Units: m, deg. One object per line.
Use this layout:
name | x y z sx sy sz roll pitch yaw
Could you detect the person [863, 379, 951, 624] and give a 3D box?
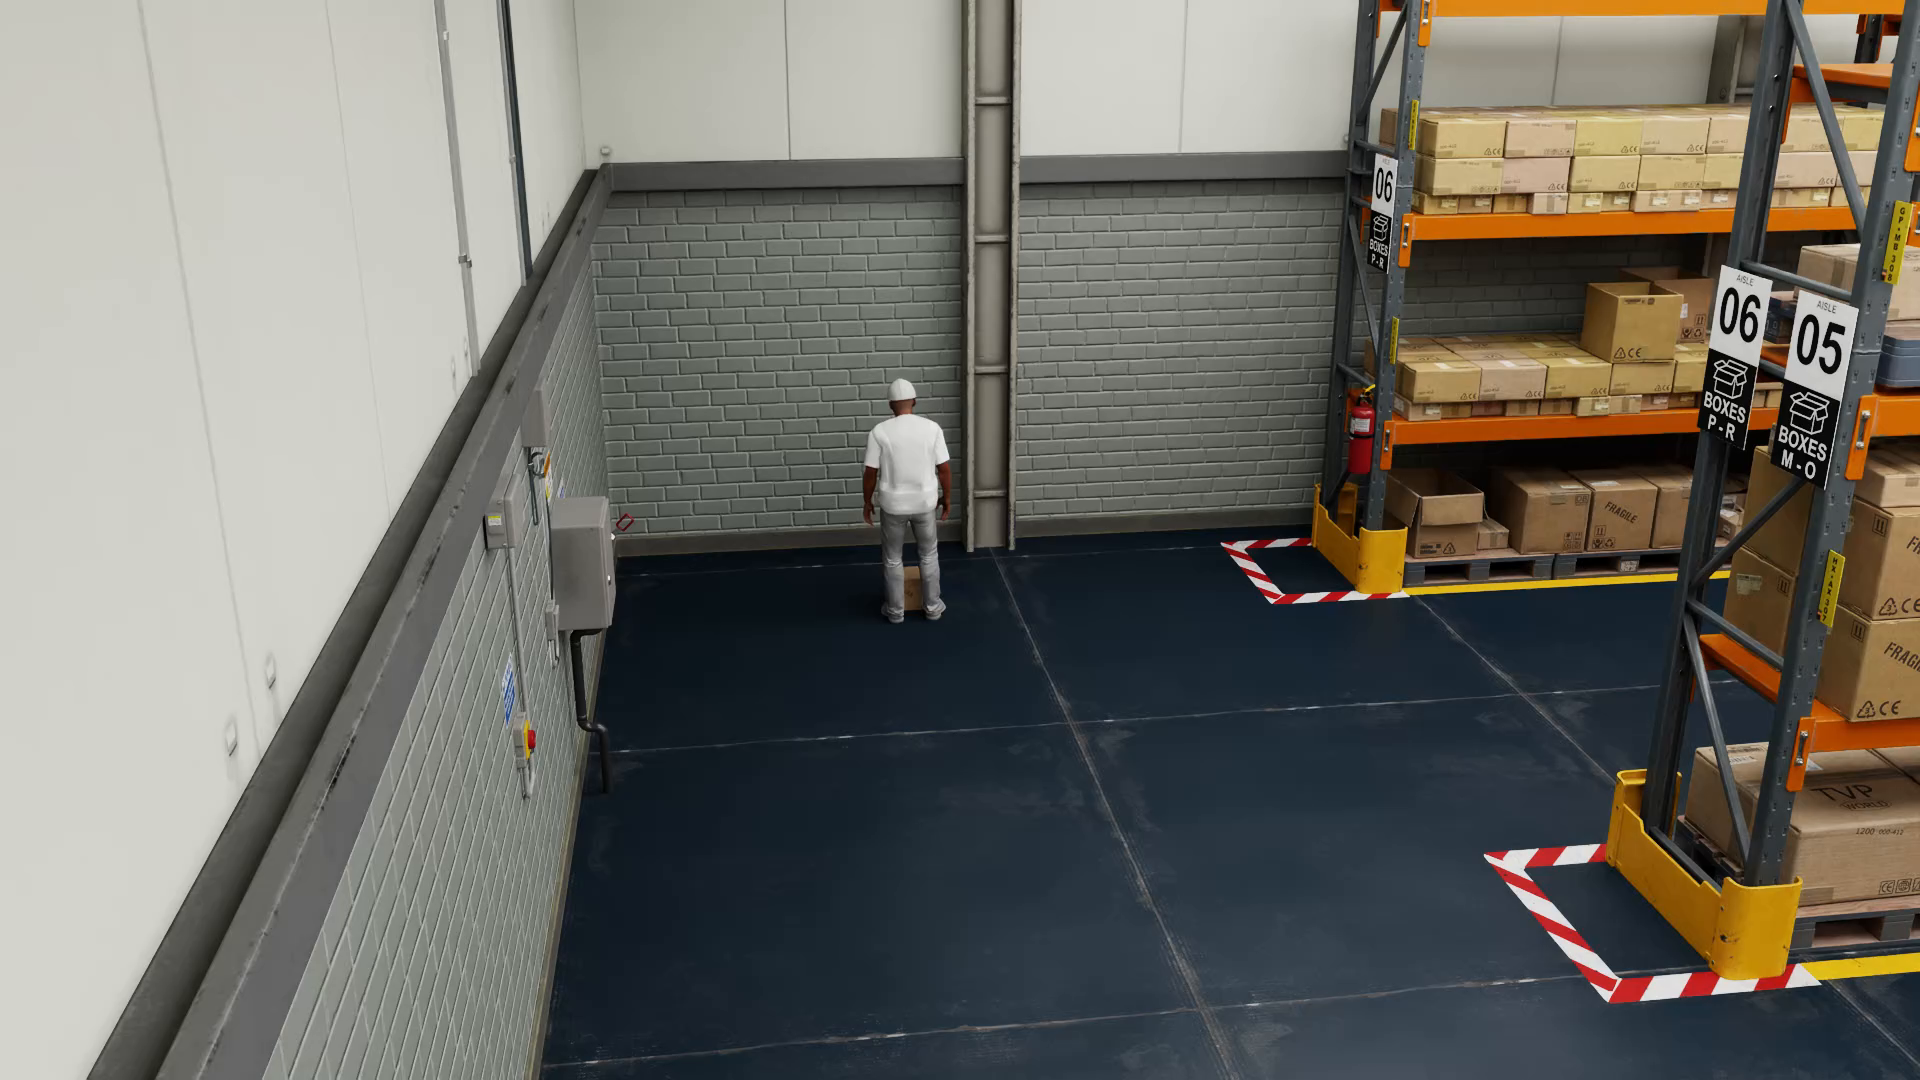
person | -0.375 -0.275 11.806 0.634 1.760 0.463 -3 20 -9
